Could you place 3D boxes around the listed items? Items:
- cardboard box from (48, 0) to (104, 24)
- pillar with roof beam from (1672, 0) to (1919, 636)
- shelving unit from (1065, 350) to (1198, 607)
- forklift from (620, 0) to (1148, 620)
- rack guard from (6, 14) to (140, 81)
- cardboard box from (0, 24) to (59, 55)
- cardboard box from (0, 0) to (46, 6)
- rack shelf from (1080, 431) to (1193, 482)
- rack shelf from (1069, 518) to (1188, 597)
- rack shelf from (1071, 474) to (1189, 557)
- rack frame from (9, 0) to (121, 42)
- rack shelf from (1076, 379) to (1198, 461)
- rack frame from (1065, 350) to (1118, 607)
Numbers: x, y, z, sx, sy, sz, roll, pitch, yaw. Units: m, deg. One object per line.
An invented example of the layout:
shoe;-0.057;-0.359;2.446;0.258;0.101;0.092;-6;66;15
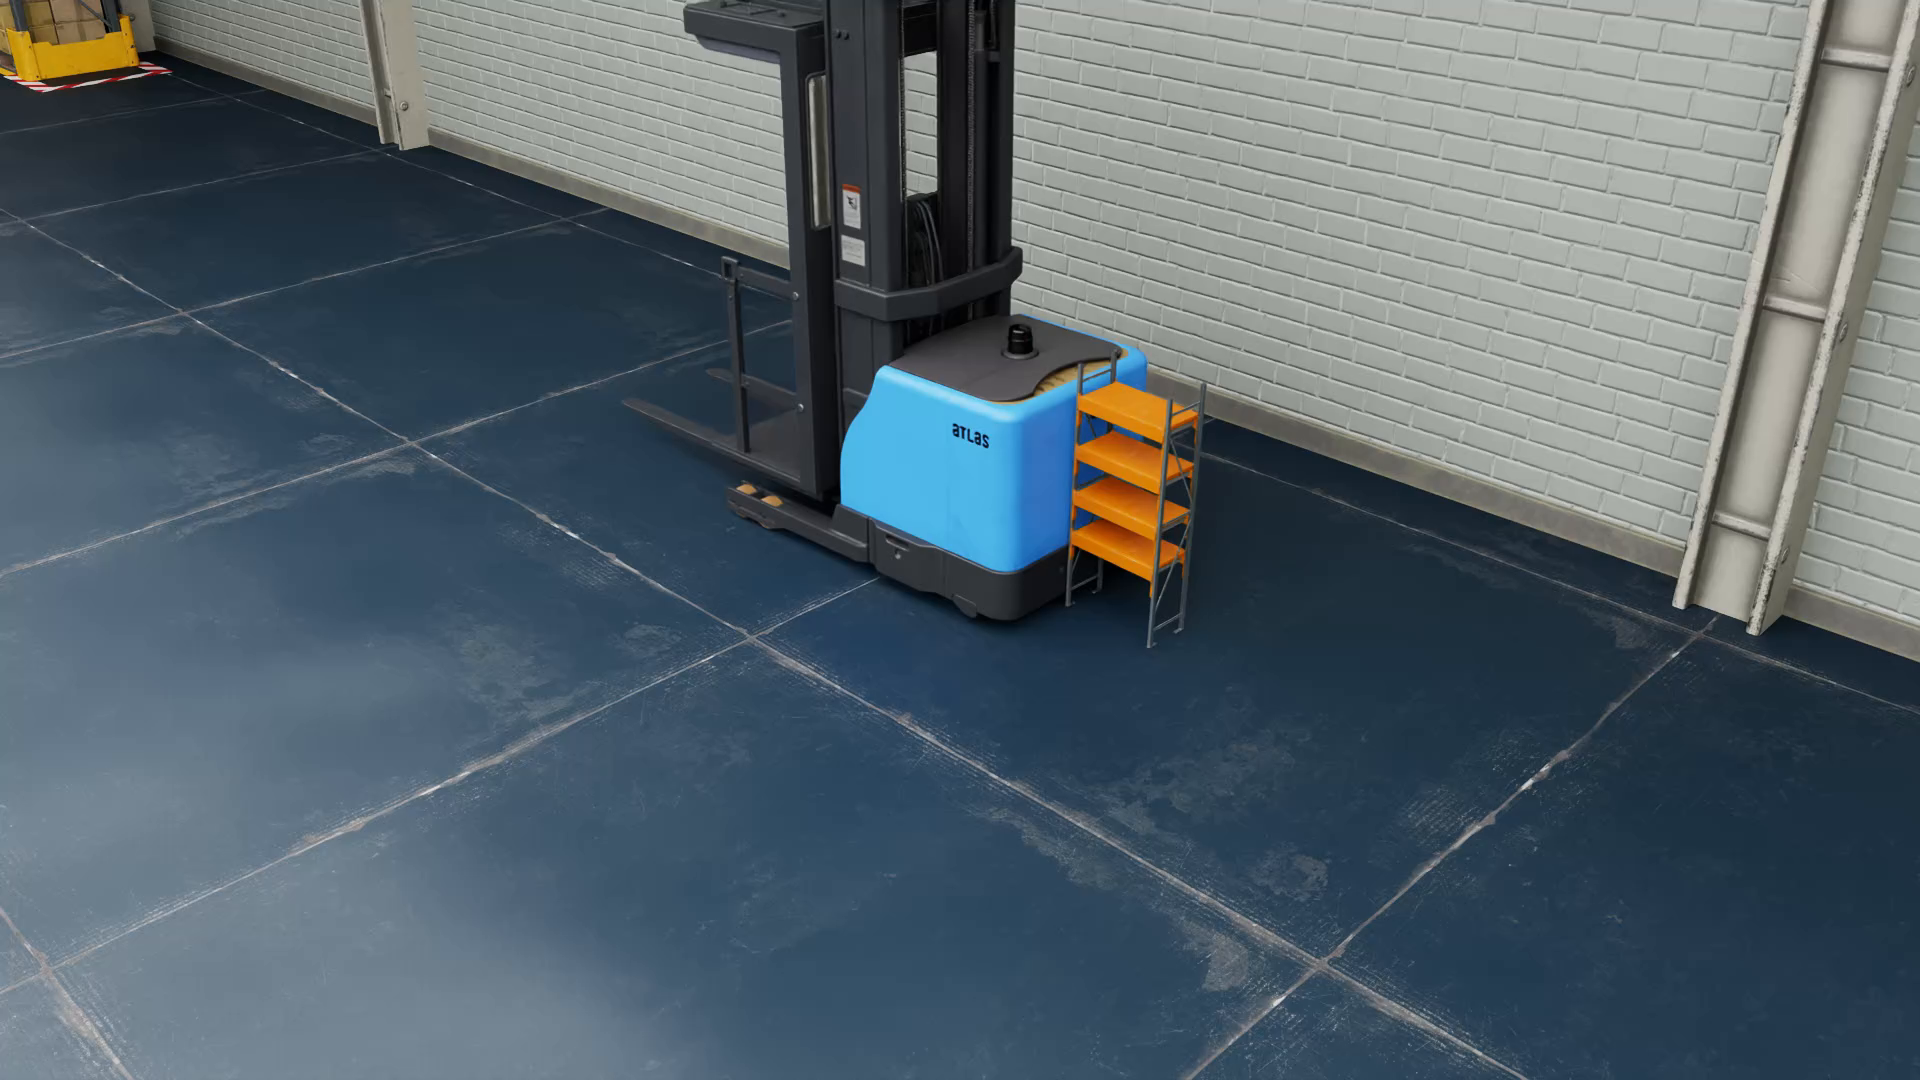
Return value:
cardboard box;-9.627;-5.772;17.971;0.500;0.250;0.500;-25;36;-38
pillar with roof beam;0.515;-2.239;2.840;0.400;9.000;9.100;25;36;38
shelving unit;0.751;-0.175;7.281;0.258;1.200;0.492;-25;38;-38
forklift;-0.552;-1.510;7.973;3.031;2.935;1.130;23;36;37
rack guard;-9.420;-5.246;17.689;0.348;0.500;1.175;25;36;38
cardboard box;-9.994;-5.377;17.756;0.500;0.250;0.500;25;37;39
cardboard box;-9.984;-5.818;17.520;0.500;0.250;0.500;-24;36;-38
rack shelf;0.758;-0.357;7.177;0.221;0.021;0.457;-25;38;-38
rack shelf;0.751;0.060;7.405;0.258;0.148;0.480;-25;38;-38
rack shelf;0.754;-0.114;7.310;0.258;0.148;0.480;-25;38;-38
rack frame;-15.431;-8.735;18.622;12.086;5.808;5.935;25;36;38
rack shelf;0.761;-0.518;7.089;0.258;0.148;0.480;-25;38;-38
rack frame;0.584;-0.259;7.429;0.240;1.200;0.015;-25;38;-38
